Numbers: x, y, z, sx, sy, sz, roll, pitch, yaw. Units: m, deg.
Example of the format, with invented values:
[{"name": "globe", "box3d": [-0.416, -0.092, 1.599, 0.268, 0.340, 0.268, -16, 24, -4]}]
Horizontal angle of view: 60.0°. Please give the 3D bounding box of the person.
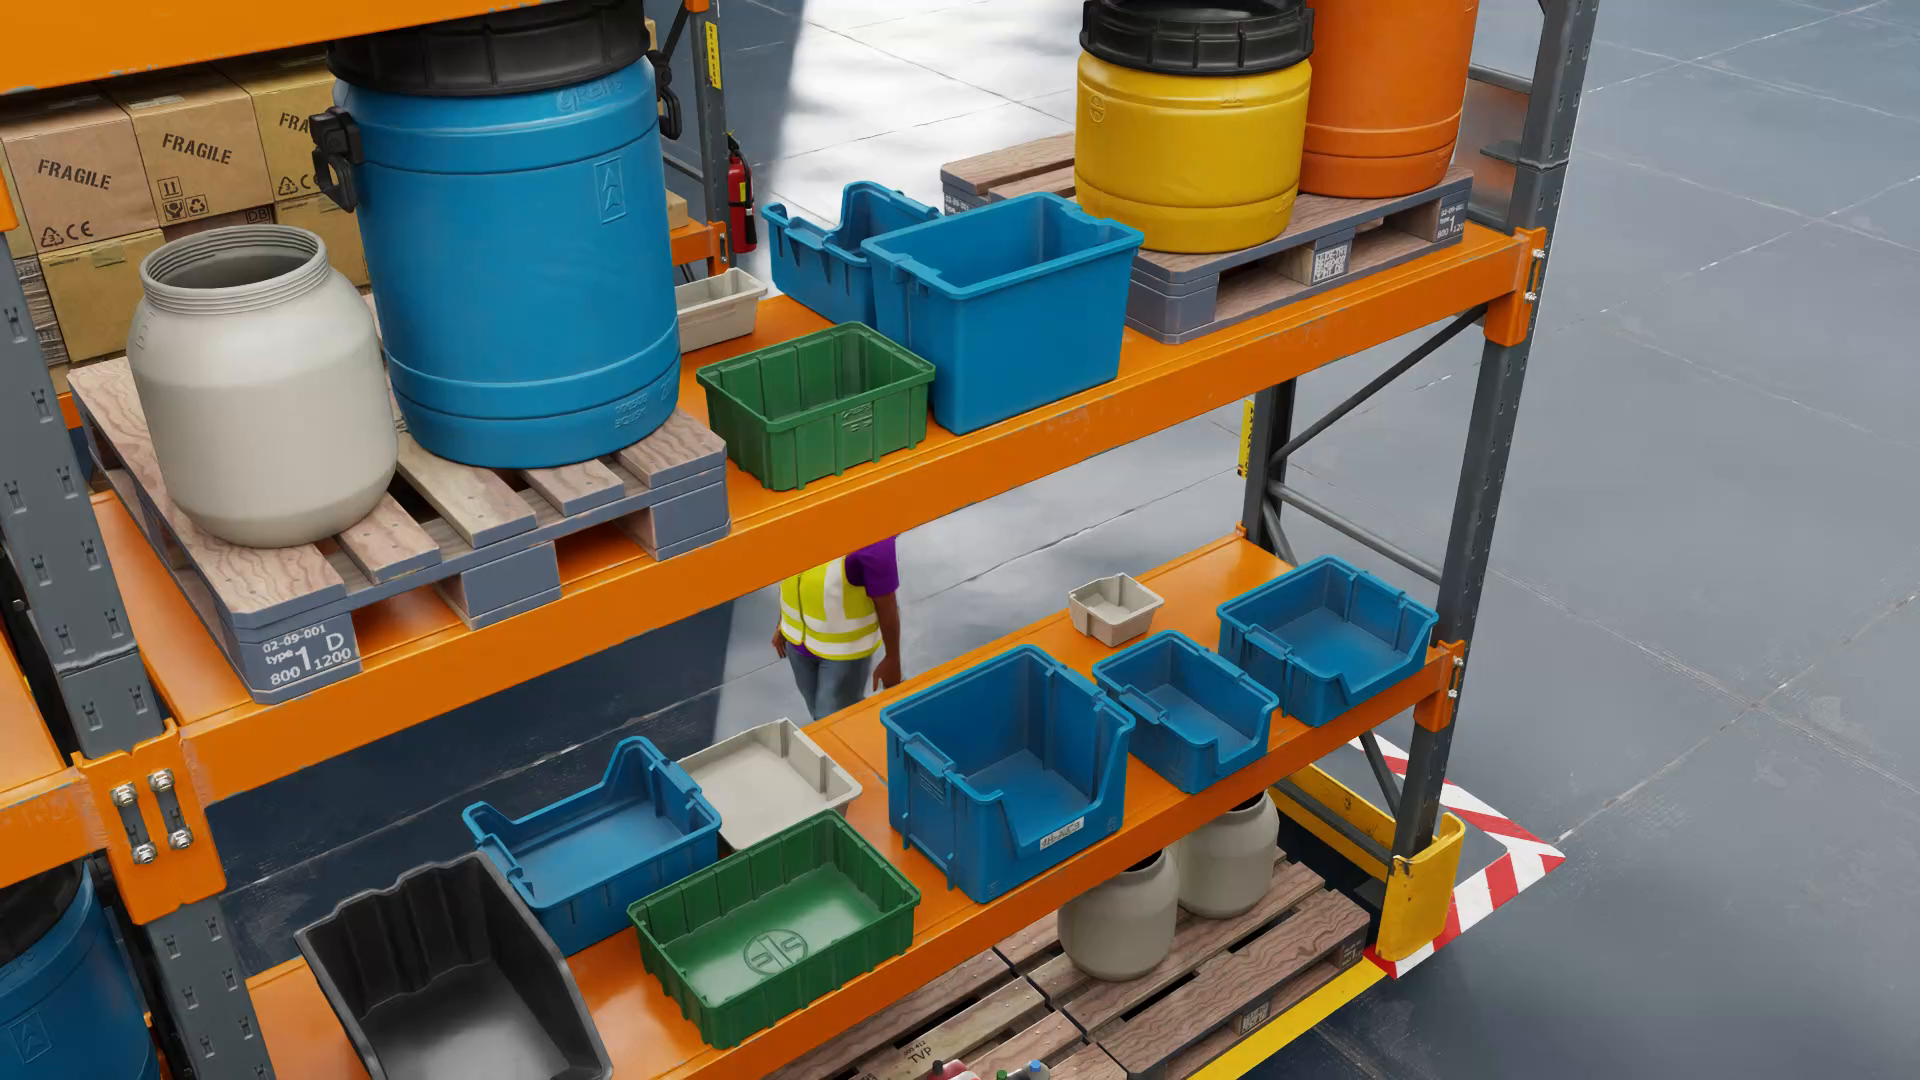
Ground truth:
[{"name": "person", "box3d": [-0.556, 0.422, 6.434, 0.592, 1.761, 0.667, 24, 39, 33]}]
